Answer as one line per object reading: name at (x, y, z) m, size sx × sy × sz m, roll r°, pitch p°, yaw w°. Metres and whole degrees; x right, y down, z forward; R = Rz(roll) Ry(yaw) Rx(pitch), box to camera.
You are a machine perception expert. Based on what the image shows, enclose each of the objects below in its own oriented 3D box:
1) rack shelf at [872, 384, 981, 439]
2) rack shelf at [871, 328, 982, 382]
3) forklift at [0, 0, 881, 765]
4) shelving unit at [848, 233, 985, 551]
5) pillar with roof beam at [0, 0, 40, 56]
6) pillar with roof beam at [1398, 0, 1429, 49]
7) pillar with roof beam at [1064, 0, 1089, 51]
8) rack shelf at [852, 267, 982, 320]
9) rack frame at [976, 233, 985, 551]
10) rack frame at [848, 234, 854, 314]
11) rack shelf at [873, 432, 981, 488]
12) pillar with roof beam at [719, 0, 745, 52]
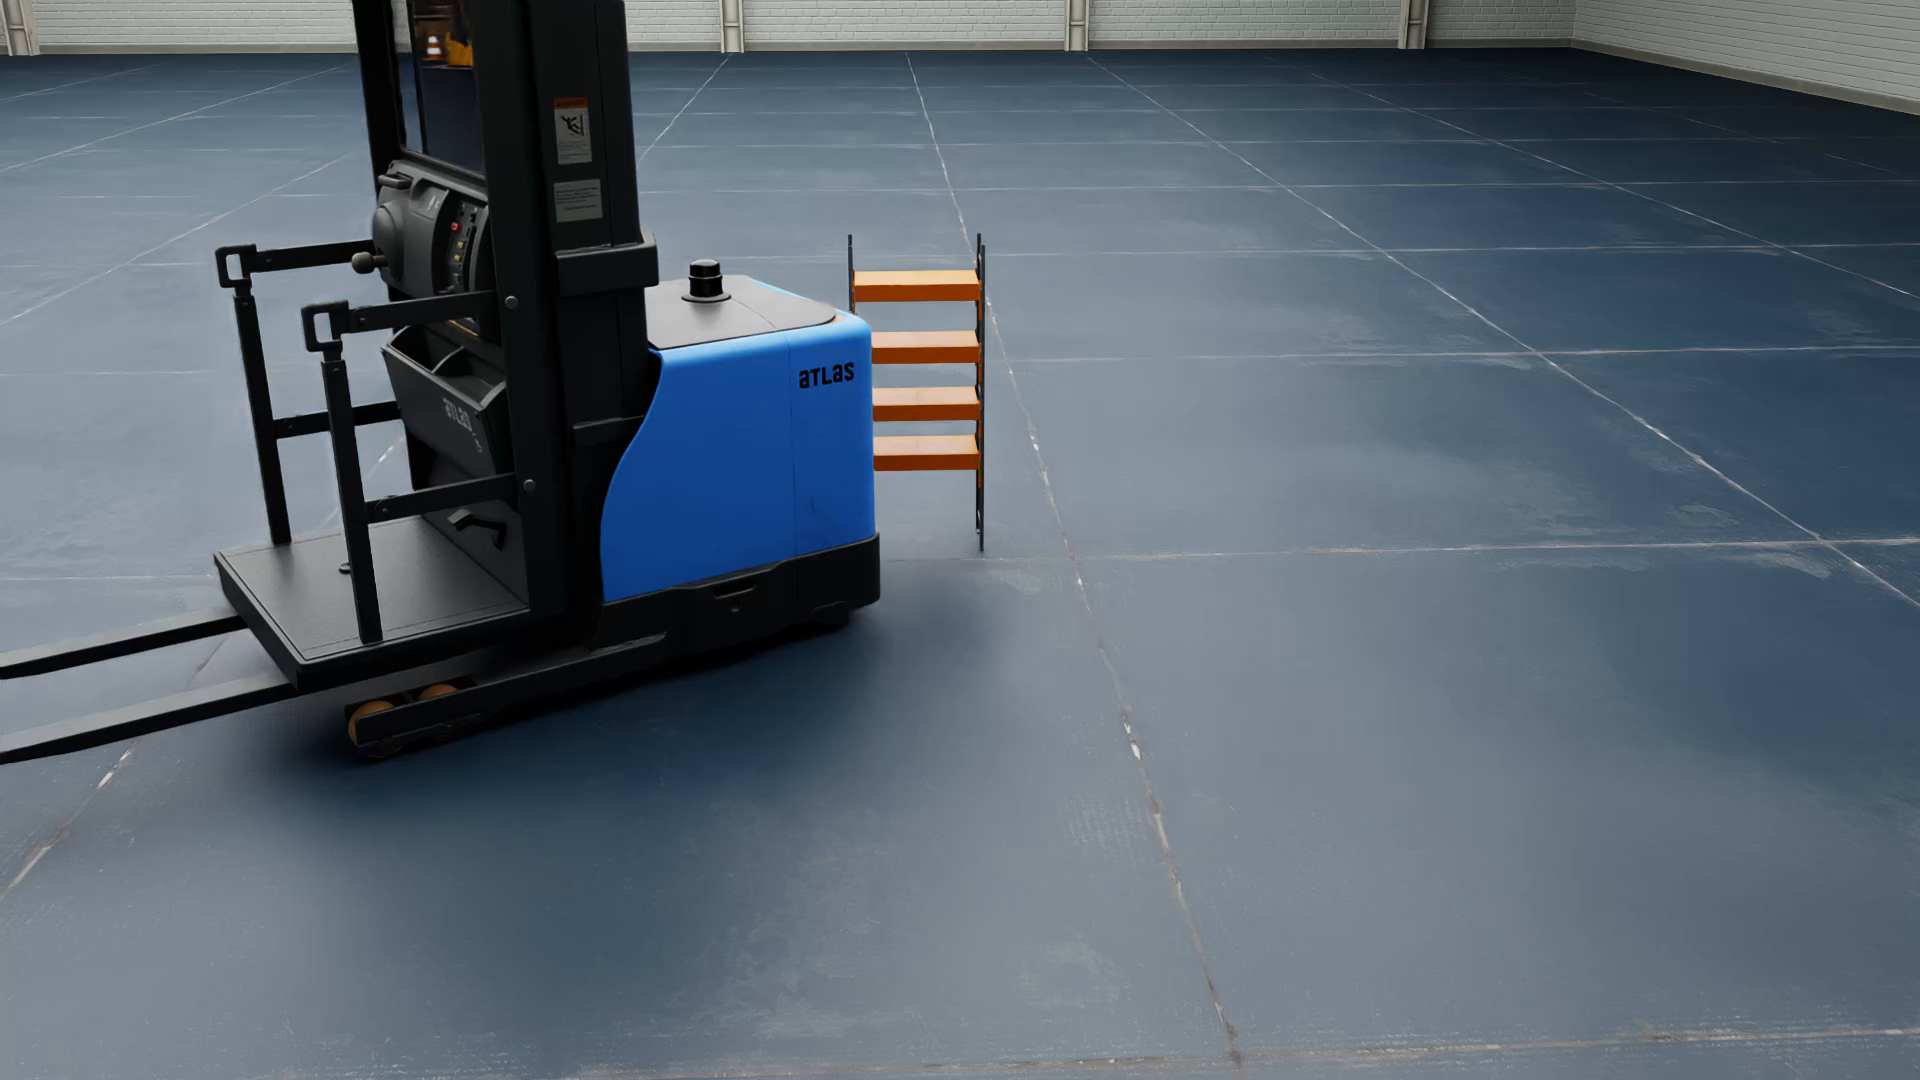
rack shelf at (-0.165, -0.495, 6.423) m, size 0.480 × 0.148 × 0.258 m, roll -1°, pitch 21°, yaw -3°
rack shelf at (-0.165, -0.704, 6.343) m, size 0.480 × 0.148 × 0.258 m, roll -1°, pitch 21°, yaw -3°
forklift at (-1.780, -0.937, 4.963) m, size 3.031 × 2.935 × 1.130 m, roll -14°, pitch 25°, yaw -33°
shelving unit at (-0.165, -0.557, 6.399) m, size 0.503 × 1.200 × 0.258 m, roll -1°, pitch 21°, yaw -3°
pillar with roof beam at (-15.685, -10.943, 22.716) m, size 0.400 × 9.000 × 9.100 m, roll -1°, pitch 21°, yaw -3°
pillar with roof beam at (8.276, -11.430, 23.996) m, size 0.400 × 9.000 × 9.100 m, roll -1°, pitch 21°, yaw -3°
pillar with roof beam at (2.286, -11.308, 23.676) m, size 0.400 × 9.000 × 9.100 m, roll -1°, pitch 21°, yaw -3°
rack shelf at (-0.165, -0.925, 6.259) m, size 0.480 × 0.148 × 0.258 m, roll -1°, pitch 21°, yaw -3°
rack frame at (0.078, -0.562, 6.412) m, size 0.015 × 1.200 × 0.240 m, roll -1°, pitch 21°, yaw -3°
rack frame at (-0.409, -0.552, 6.386) m, size 0.015 × 1.200 × 0.240 m, roll -1°, pitch 21°, yaw -3°
rack shelf at (-0.165, -0.309, 6.493) m, size 0.480 × 0.148 × 0.258 m, roll -1°, pitch 21°, yaw -3°
pillar with roof beam at (-3.704, -11.186, 23.356) m, size 0.400 × 9.000 × 9.100 m, roll -1°, pitch 21°, yaw -3°
